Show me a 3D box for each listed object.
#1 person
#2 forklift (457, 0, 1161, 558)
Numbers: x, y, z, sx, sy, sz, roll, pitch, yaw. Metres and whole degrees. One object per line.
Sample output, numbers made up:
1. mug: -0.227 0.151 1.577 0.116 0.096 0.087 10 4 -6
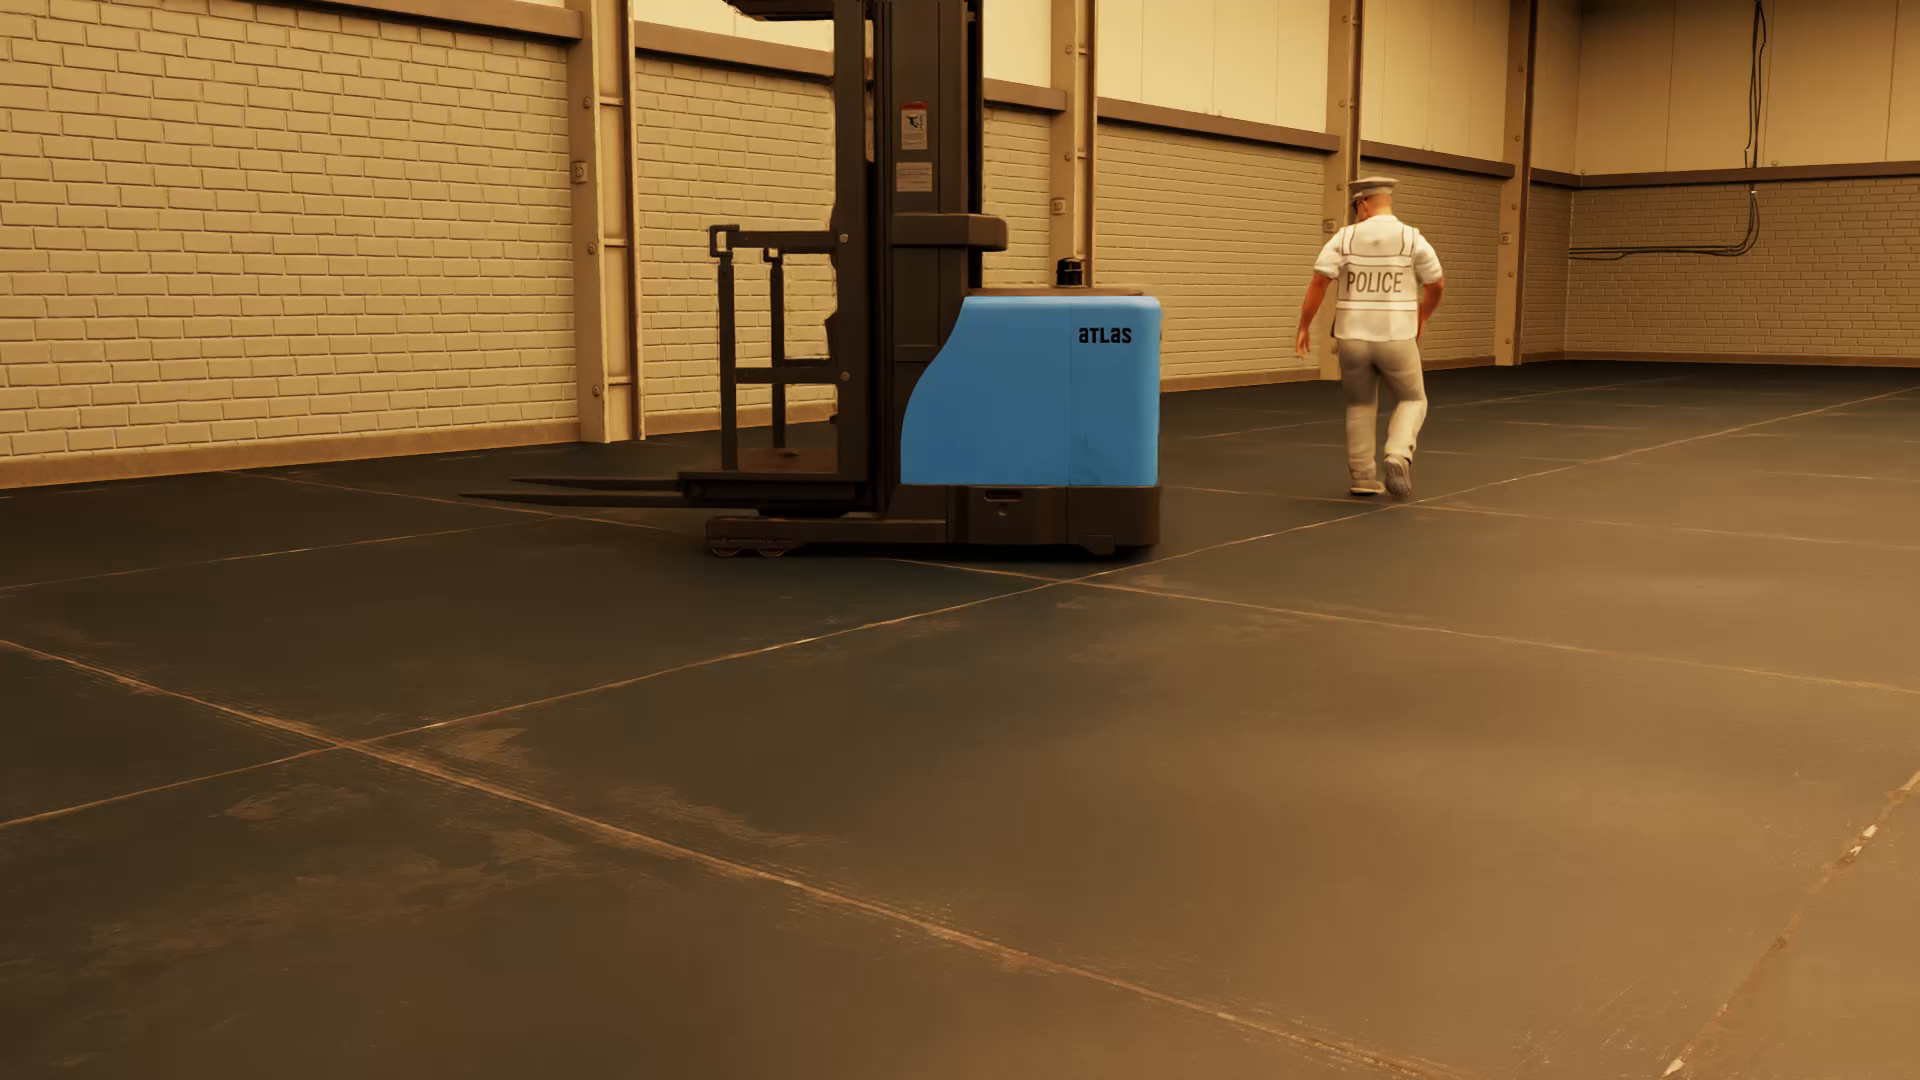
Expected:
1. person: 2.215 -1.087 8.981 0.755 1.709 0.528 4 9 27
2. forklift: -0.642 -1.452 7.207 3.031 2.935 1.130 1 8 6
